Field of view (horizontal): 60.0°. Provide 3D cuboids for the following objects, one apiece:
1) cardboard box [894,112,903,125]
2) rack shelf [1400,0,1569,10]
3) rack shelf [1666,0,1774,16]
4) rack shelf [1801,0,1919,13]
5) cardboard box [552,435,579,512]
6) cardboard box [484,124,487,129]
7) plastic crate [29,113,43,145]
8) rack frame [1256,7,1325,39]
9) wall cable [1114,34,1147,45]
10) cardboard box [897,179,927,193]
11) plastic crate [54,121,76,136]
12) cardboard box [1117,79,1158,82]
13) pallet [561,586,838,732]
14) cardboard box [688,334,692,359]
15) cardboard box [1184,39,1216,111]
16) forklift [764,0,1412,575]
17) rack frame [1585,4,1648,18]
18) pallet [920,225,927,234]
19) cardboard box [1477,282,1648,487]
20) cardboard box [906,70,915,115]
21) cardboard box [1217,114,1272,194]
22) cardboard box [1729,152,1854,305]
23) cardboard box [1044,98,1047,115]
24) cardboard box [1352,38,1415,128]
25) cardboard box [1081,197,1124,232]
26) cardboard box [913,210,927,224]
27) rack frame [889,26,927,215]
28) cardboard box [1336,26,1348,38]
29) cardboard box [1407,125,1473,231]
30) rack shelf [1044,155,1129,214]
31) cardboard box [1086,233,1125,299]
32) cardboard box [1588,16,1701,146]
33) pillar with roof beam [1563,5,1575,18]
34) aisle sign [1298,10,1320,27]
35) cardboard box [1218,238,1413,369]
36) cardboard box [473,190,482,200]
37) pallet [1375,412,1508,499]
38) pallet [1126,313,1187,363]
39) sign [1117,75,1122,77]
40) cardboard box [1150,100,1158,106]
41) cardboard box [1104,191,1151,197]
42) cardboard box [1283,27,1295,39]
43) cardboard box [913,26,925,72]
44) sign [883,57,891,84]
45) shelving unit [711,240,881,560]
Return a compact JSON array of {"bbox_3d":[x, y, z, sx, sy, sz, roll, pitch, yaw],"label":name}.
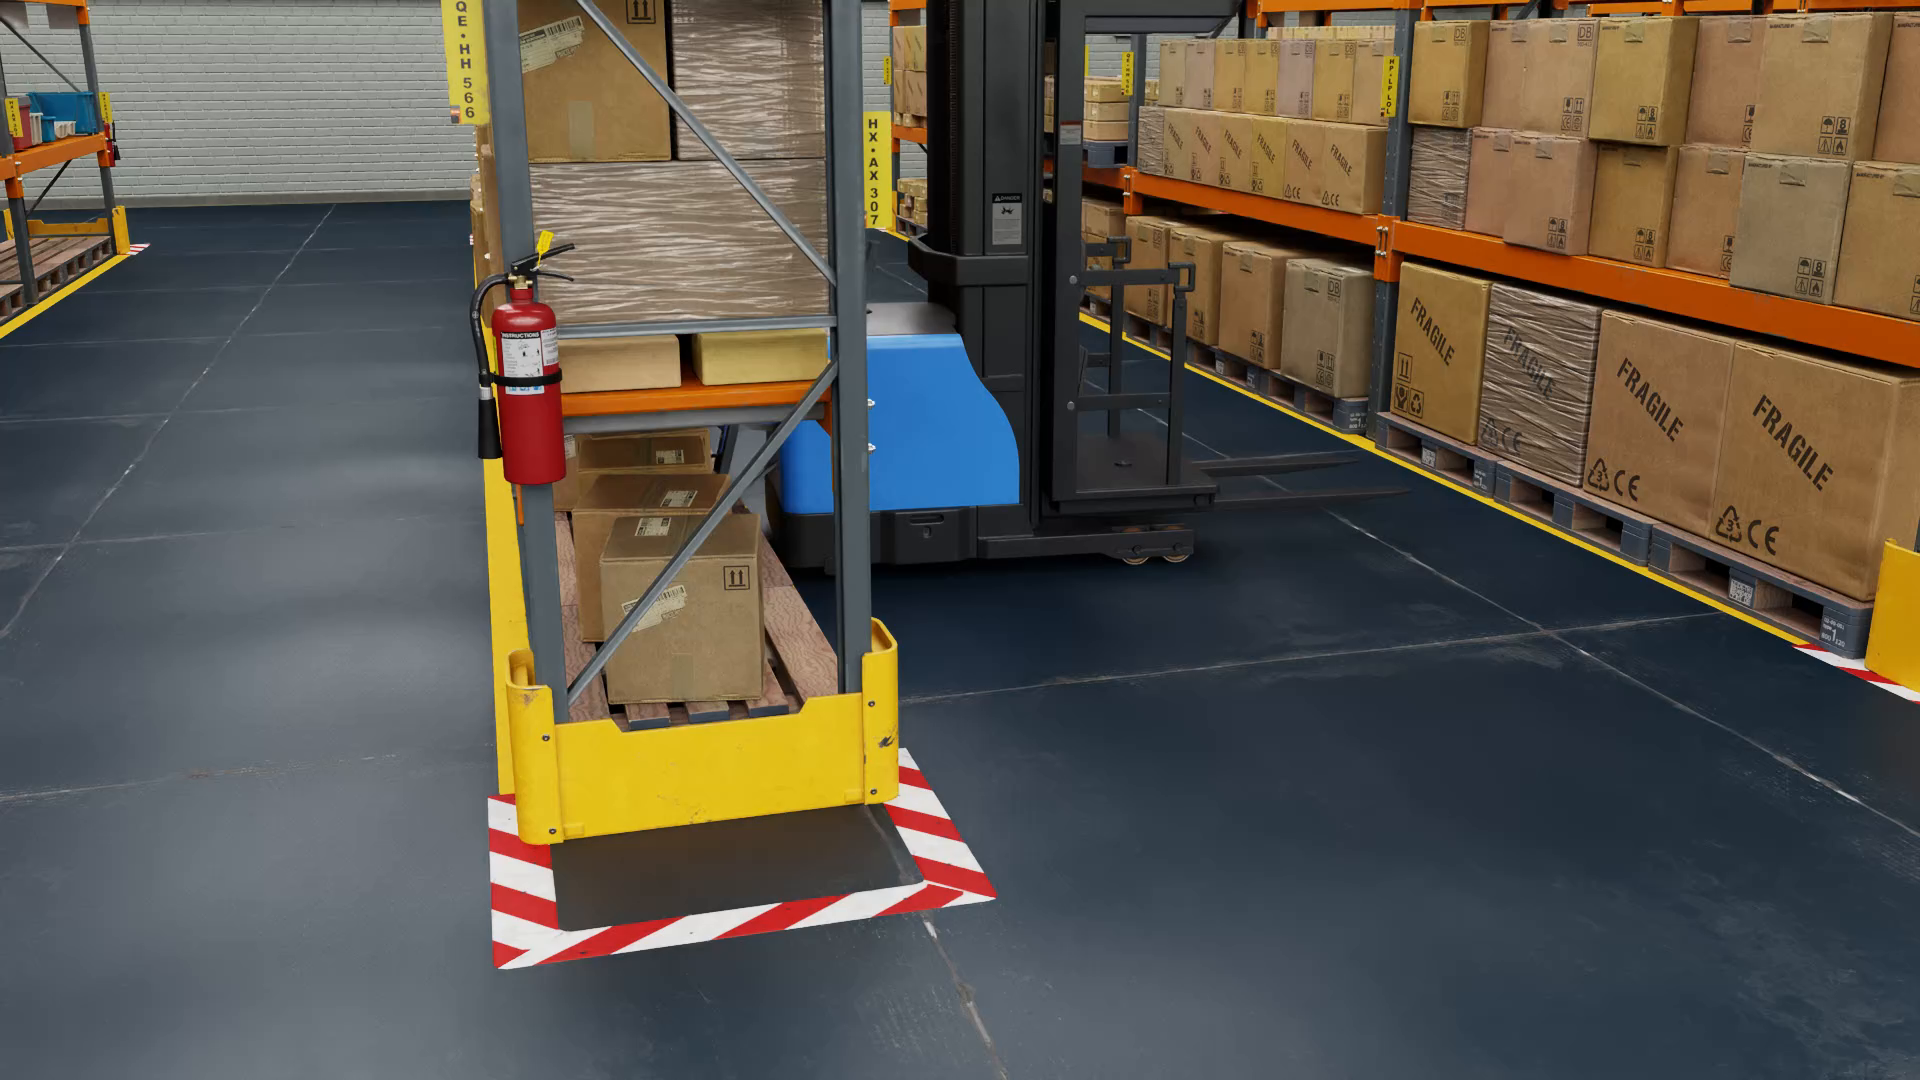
[{"bbox_3d":[-0.593,-5.154,20.331,0.380,0.149,0.250,-5,17,-16],"label":"cardboard box"},{"bbox_3d":[3.480,-2.609,7.460,1.077,0.370,4.000,-5,17,-15],"label":"rack shelf"},{"bbox_3d":[7.113,-4.135,12.539,1.077,0.370,4.000,-5,17,-15],"label":"rack shelf"},{"bbox_3d":[10.785,-5.635,17.533,1.077,0.370,4.000,-5,17,-15],"label":"rack shelf"},{"bbox_3d":[-1.630,-0.438,7.812,0.500,0.500,0.500,1,17,2],"label":"cardboard box"},{"bbox_3d":[-1.711,-1.954,6.814,0.500,0.500,0.500,-5,17,-15],"label":"cardboard box"},{"bbox_3d":[-9.069,-3.936,15.944,0.437,0.282,0.530,-5,17,-15],"label":"plastic crate"},{"bbox_3d":[4.365,-5.809,22.076,1.000,3.000,0.127,-5,17,-15],"label":"rack frame"},{"bbox_3d":[2.793,-7.868,27.111,0.585,1.953,0.123,-5,17,-15],"label":"wall cable"},{"bbox_3d":[-0.550,-4.338,20.372,0.380,0.149,0.250,-6,18,-18],"label":"cardboard box"},{"bbox_3d":[-9.528,-4.325,17.490,0.396,0.136,0.243,-5,17,-15],"label":"plastic crate"},{"bbox_3d":[1.603,-3.976,14.646,0.380,0.149,0.250,-4,17,-13],"label":"cardboard box"},{"bbox_3d":[-0.977,0.487,5.962,1.003,0.211,1.213,-5,17,-15],"label":"pallet"},{"bbox_3d":[-0.666,-0.648,5.331,0.380,0.149,0.250,-5,17,-15],"label":"cardboard box"},{"bbox_3d":[2.086,-3.439,12.274,0.700,0.500,0.500,-5,17,-16],"label":"cardboard box"},{"bbox_3d":[0.614,-1.437,7.641,3.031,2.935,1.130,-3,17,-10],"label":"forklift"},{"bbox_3d":[9.136,-6.202,23.386,1.000,3.000,0.127,-5,17,-15],"label":"rack frame"},{"bbox_3d":[0.175,-3.469,19.132,1.003,0.211,1.213,-5,17,-15],"label":"pallet"},{"bbox_3d":[3.288,-0.825,8.448,0.875,0.875,0.875,-5,17,-15],"label":"cardboard box"},{"bbox_3d":[-0.338,-5.288,19.650,0.500,0.500,0.500,-5,17,-15],"label":"cardboard box"},{"bbox_3d":[2.111,-2.661,11.423,0.500,0.500,0.500,-5,17,-16],"label":"cardboard box"},{"bbox_3d":[3.712,-1.285,6.755,0.875,0.550,0.550,-5,17,-15],"label":"cardboard box"},{"bbox_3d":[0.901,-3.857,14.768,0.380,0.149,0.250,-4,17,-14],"label":"cardboard box"},{"bbox_3d":[2.789,-2.734,9.927,0.700,0.500,0.500,-5,17,-16],"label":"cardboard box"},{"bbox_3d":[1.242,-2.847,14.527,0.500,0.250,0.500,-4,17,-14],"label":"cardboard box"},{"bbox_3d":[-0.340,-3.842,19.752,0.380,0.149,0.250,-4,17,-15],"label":"cardboard box"},{"bbox_3d":[-0.367,-5.389,20.680,1.000,3.000,0.127,-5,17,-15],"label":"rack frame"},{"bbox_3d":[4.701,-6.025,19.757,0.380,0.149,0.250,-5,17,-15],"label":"cardboard box"},{"bbox_3d":[3.044,-2.041,9.272,0.875,0.550,0.550,-5,17,-15],"label":"cardboard box"},{"bbox_3d":[1.282,-3.385,15.258,1.077,0.370,4.000,-5,17,-15],"label":"rack shelf"},{"bbox_3d":[1.399,-2.342,14.150,0.500,0.500,0.500,-5,17,-16],"label":"cardboard box"},{"bbox_3d":[3.432,-2.105,7.609,0.875,0.550,0.500,-5,17,-15],"label":"cardboard box"},{"bbox_3d":[5.123,-9.552,24.110,9.100,9.000,0.400,-5,17,-15],"label":"pillar with roof beam"},{"bbox_3d":[4.643,-7.098,21.850,0.394,0.787,0.004,-5,17,-15],"label":"aisle sign"},{"bbox_3d":[2.412,-1.626,11.330,1.050,0.750,0.750,-5,17,-15],"label":"cardboard box"},{"bbox_3d":[-3.372,-2.436,13.810,1.225,0.875,0.875,-5,17,-15],"label":"cardboard box"},{"bbox_3d":[3.065,-0.518,9.310,1.003,0.211,1.213,-5,17,-15],"label":"pallet"},{"bbox_3d":[1.976,-1.617,12.968,1.003,0.211,1.213,-5,17,-15],"label":"pallet"},{"bbox_3d":[2.729,-7.509,27.267,0.327,0.218,0.001,-5,17,-15],"label":"sign"},{"bbox_3d":[1.815,-3.624,13.993,0.380,0.149,0.250,-4,17,-13],"label":"cardboard box"},{"bbox_3d":[1.612,-3.028,15.129,0.500,0.250,0.500,-5,17,-15],"label":"cardboard box"},{"bbox_3d":[4.298,-6.378,20.932,0.380,0.149,0.250,-4,17,-14],"label":"cardboard box"},{"bbox_3d":[-0.233,-5.629,19.048,0.500,0.500,0.500,-5,17,-16],"label":"cardboard box"},{"bbox_3d":[-0.889,-5.761,20.412,0.100,0.325,0.005,-5,17,-15],"label":"sign"},{"bbox_3d":[-0.988,-0.813,7.634,0.538,1.500,1.048,3,23,-32],"label":"shelving unit"}]
